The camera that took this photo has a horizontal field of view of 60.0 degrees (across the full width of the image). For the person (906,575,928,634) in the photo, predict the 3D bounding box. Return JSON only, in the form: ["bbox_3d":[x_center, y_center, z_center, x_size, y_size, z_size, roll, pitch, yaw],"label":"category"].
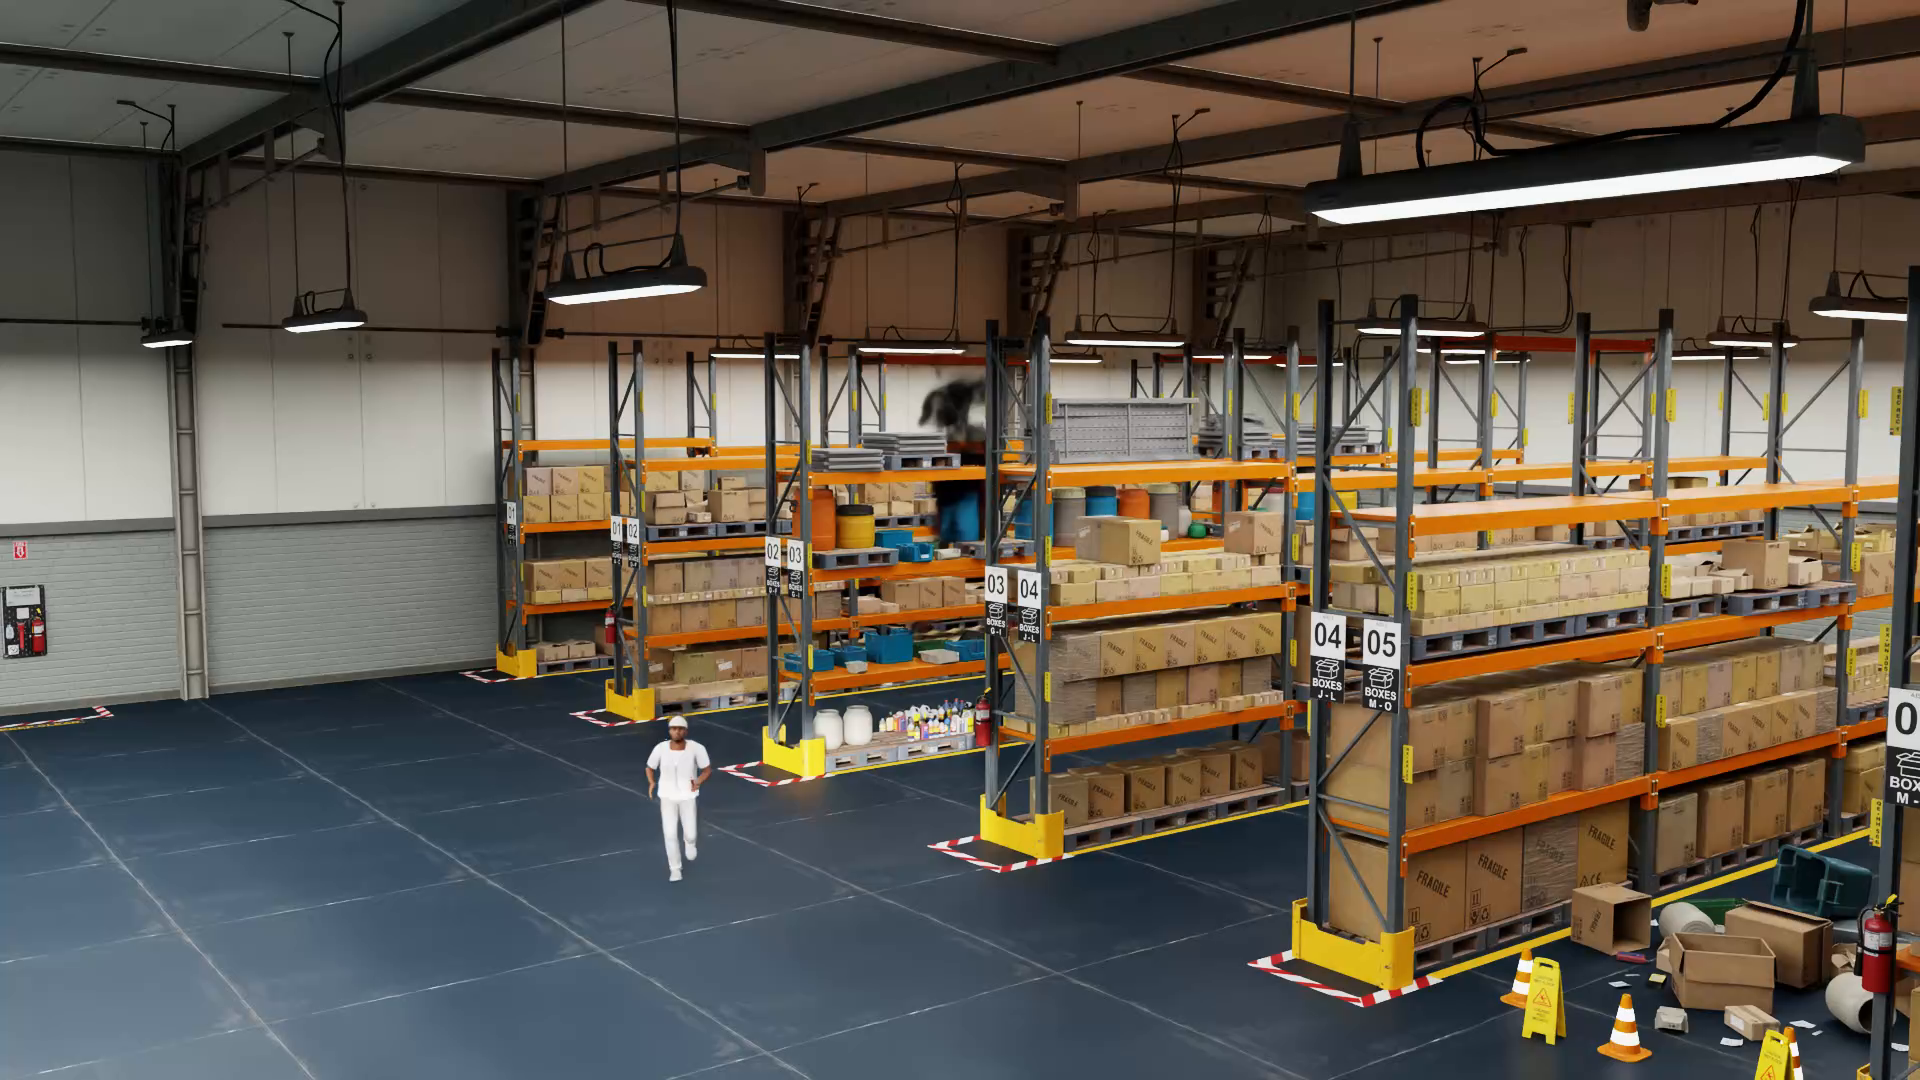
[{"bbox_3d":[-0.791,1.495,31.998,0.956,1.668,0.569,-4,7,-41],"label":"person"}]

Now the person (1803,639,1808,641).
[{"bbox_3d":[11.753,2.257,23.203,0.611,1.750,0.638,-4,6,-36],"label":"person"}]

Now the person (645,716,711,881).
[{"bbox_3d":[-3.025,2.740,17.838,0.707,1.726,0.753,0,5,-5],"label":"person"}]
